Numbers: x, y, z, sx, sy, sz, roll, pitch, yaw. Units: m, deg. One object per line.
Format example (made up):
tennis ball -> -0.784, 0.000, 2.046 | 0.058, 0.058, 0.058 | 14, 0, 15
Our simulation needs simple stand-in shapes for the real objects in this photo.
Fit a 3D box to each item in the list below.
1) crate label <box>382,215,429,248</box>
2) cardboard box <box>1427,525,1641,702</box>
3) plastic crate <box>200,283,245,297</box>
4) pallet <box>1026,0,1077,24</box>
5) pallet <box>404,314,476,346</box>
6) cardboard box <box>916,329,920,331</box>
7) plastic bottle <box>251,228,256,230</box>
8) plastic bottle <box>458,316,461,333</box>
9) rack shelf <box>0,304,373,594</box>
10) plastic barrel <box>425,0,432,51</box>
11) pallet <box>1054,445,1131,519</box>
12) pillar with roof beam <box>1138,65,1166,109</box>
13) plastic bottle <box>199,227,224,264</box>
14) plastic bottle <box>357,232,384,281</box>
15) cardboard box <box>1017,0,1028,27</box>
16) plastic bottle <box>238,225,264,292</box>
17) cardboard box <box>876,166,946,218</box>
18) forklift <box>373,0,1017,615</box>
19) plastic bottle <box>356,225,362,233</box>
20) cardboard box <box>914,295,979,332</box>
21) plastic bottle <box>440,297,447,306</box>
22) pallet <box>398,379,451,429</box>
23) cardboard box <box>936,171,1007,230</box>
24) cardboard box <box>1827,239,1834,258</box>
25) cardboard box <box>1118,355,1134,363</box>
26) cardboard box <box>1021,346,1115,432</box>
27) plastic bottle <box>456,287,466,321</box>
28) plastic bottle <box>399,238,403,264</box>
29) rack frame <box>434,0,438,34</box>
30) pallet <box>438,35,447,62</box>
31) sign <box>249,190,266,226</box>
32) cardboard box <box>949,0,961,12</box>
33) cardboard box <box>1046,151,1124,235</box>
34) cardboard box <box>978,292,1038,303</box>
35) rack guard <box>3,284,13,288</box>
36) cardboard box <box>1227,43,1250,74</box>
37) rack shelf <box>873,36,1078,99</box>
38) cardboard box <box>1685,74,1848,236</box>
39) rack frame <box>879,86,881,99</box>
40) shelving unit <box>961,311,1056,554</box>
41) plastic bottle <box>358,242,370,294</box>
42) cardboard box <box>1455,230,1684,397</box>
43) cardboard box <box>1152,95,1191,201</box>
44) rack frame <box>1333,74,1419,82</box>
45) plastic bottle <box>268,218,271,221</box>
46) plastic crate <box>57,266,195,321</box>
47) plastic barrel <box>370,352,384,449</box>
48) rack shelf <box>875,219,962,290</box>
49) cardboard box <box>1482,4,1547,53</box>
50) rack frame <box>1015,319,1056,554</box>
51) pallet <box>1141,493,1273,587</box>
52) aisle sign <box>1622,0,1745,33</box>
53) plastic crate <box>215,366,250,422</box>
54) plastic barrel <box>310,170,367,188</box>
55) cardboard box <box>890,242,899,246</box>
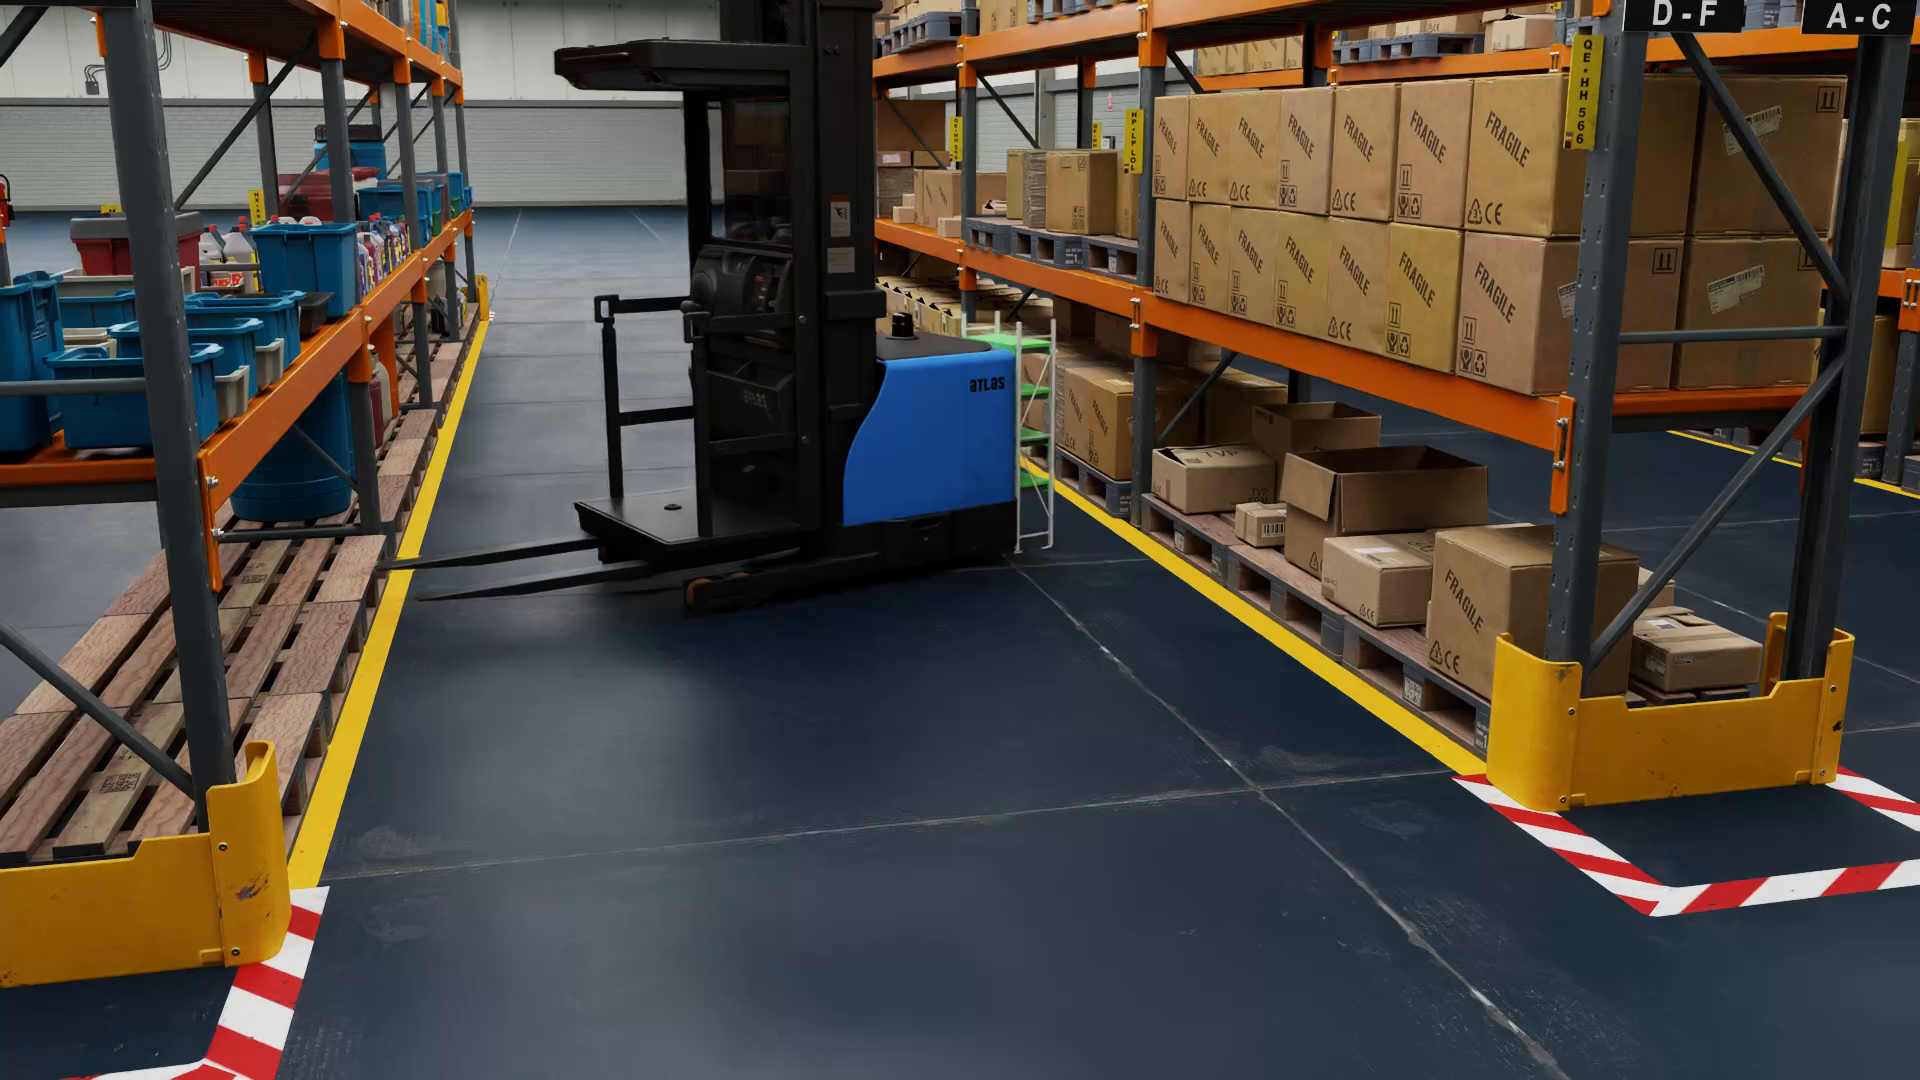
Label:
crate label -> -4.041, -2.240, 12.129 | 0.303, 0.233, 0.416 | -3, 14, -13
cardboard box -> 2.021, 0.256, 5.900 | 0.500, 0.500, 0.500 | -3, 14, -13
plastic crate -> -3.397, -1.066, 7.401 | 0.396, 0.136, 0.243 | -3, 14, -13
pallet -> 1.117, -3.315, 10.252 | 1.213, 0.211, 1.003 | -3, 14, -13
pallet -> -5.653, -2.211, 17.532 | 1.003, 0.211, 1.213 | -3, 14, -13
cardboard box -> -0.091, -1.690, 14.432 | 0.500, 0.250, 0.500 | -3, 14, -12
plastic bottle -> -4.193, -1.706, 9.849 | 0.152, 0.276, 0.135 | -3, 14, -13
plastic bottle -> -4.943, -2.126, 16.276 | 0.097, 0.201, 0.097 | 0, 14, 0
rack shelf -> -2.897, -0.470, 6.046 | 1.077, 0.370, 4.000 | -3, 14, -13
plastic barrel -> -4.762, -4.571, 13.939 | 0.600, 0.901, 0.600 | 0, 14, 0
pallet -> 1.221, -0.387, 10.066 | 1.003, 0.211, 1.213 | -3, 14, -13
pillar with roof beam -> -1.144, -8.547, 24.948 | 9.100, 9.000, 0.400 | -3, 14, -13
plastic bottle -> -3.901, -1.451, 8.648 | 0.144, 0.351, 0.185 | -3, 14, -13
plastic bottle -> -3.378, -1.616, 9.481 | 0.152, 0.276, 0.135 | -3, 14, -13
cardboard box -> 0.886, -3.648, 11.008 | 0.910, 0.500, 0.500 | -3, 14, -13
plastic bottle -> -3.804, -1.501, 8.856 | 0.144, 0.351, 0.185 | -3, 14, -13
cardboard box -> -0.541, -3.552, 16.935 | 0.700, 0.500, 0.500 | -4, 14, -15
forklift -> -1.210, -1.226, 7.768 | 3.031, 2.935, 1.130 | -9, 17, -33
plastic bottle -> -3.625, -1.763, 10.069 | 0.061, 0.283, 0.133 | -3, 14, -13
cardboard box -> -0.098, -1.963, 14.368 | 0.500, 0.311, 0.500 | -3, 14, -14
plastic bottle -> -5.315, -2.354, 17.053 | 0.152, 0.276, 0.135 | -3, 14, -13
pallet -> -4.451, -1.030, 12.697 | 1.003, 0.211, 1.213 | -3, 14, -13
cardboard box -> 0.099, -2.914, 14.322 | 0.500, 0.500, 0.500 | -4, 14, -16
cardboard box -> 5.809, -1.902, 10.879 | 0.380, 0.149, 0.250 | -3, 14, -11
cardboard box -> 1.326, -0.919, 10.707 | 0.500, 0.500, 0.500 | -3, 14, -13
cardboard box -> 0.707, -1.001, 11.043 | 0.500, 0.500, 0.500 | -4, 14, -15
plastic bottle -> -5.220, -2.447, 17.278 | 0.144, 0.351, 0.185 | -3, 14, -11
plastic bottle -> -3.665, -1.889, 10.758 | 0.097, 0.201, 0.097 | 0, 14, 0
rack frame -> -5.246, -6.041, 14.691 | 1.000, 3.000, 0.127 | -3, 14, -13
pallet -> -5.510, -4.653, 15.729 | 1.213, 0.211, 1.003 | -3, 14, -13
sign -> -4.840, -2.251, 11.475 | 0.100, 0.325, 0.005 | -3, 14, -13
cardboard box -> 0.207, -4.289, 13.271 | 0.500, 0.250, 0.500 | -3, 14, -12
cardboard box -> 0.974, -2.213, 10.568 | 0.700, 0.500, 0.500 | -7, 16, -27
cardboard box -> 0.422, -1.995, 14.500 | 0.500, 0.311, 0.500 | -4, 14, -15
rack guard -> -10.982, -2.541, 18.275 | 1.175, 0.500, 0.348 | -3, 14, -13
cardboard box -> 3.497, -5.780, 19.693 | 0.500, 0.500, 0.500 | -3, 14, -11
rack shelf -> 0.039, -4.048, 14.371 | 1.077, 0.370, 4.000 | -3, 14, -13
cardboard box -> 2.540, -1.285, 5.547 | 0.500, 0.500, 0.500 | -3, 14, -11
rack frame -> -1.370, -4.324, 20.307 | 1.000, 3.000, 0.127 | -3, 14, -13
shelving unit -> 0.249, -0.578, 8.764 | 0.258, 1.200, 0.503 | -9, 17, -34
plastic bottle -> -3.192, -1.433, 8.733 | 0.152, 0.276, 0.135 | -3, 14, -13
cardboard box -> 2.018, -0.770, 5.548 | 0.500, 0.500, 0.500 | -3, 14, -11
cardboard box -> 1.286, -1.966, 8.336 | 0.500, 0.500, 0.500 | -3, 14, -12
rack frame -> 4.384, -3.679, 17.663 | 1.000, 3.000, 0.127 | -3, 14, -13
plastic bottle -> -4.486, -1.951, 10.837 | 0.061, 0.283, 0.133 | -3, 14, -13
plastic crate -> -3.188, -0.890, 6.372 | 0.437, 0.282, 0.530 | -3, 14, -13
plastic barrel -> -3.910, -0.864, 10.338 | 0.600, 0.588, 0.708 | -3, 14, -13
rack shelf -> 0.039, -2.591, 14.727 | 1.077, 0.370, 4.000 | -3, 14, -13
cardboard box -> 5.109, -4.577, 14.761 | 0.797, 0.503, 0.637 | -1, 14, -5
rack frame -> 0.387, -0.530, 8.569 | 0.240, 1.200, 0.015 | -9, 17, -34
pallet -> 1.609, -0.043, 8.658 | 1.003, 0.211, 1.213 | -3, 14, -13
aisle sign -> 2.106, -1.863, 4.756 | 0.394, 0.787, 0.004 | -3, 14, -13
plastic crate -> -2.161, -0.413, 4.726 | 0.250, 0.136, 0.298 | -3, 14, -13
plastic barrel -> -4.961, -2.690, 13.332 | 0.433, 0.535, 0.433 | 0, 14, 0
cardboard box -> -0.470, -2.989, 18.171 | 0.500, 0.500, 0.500 | -3, 14, -13
